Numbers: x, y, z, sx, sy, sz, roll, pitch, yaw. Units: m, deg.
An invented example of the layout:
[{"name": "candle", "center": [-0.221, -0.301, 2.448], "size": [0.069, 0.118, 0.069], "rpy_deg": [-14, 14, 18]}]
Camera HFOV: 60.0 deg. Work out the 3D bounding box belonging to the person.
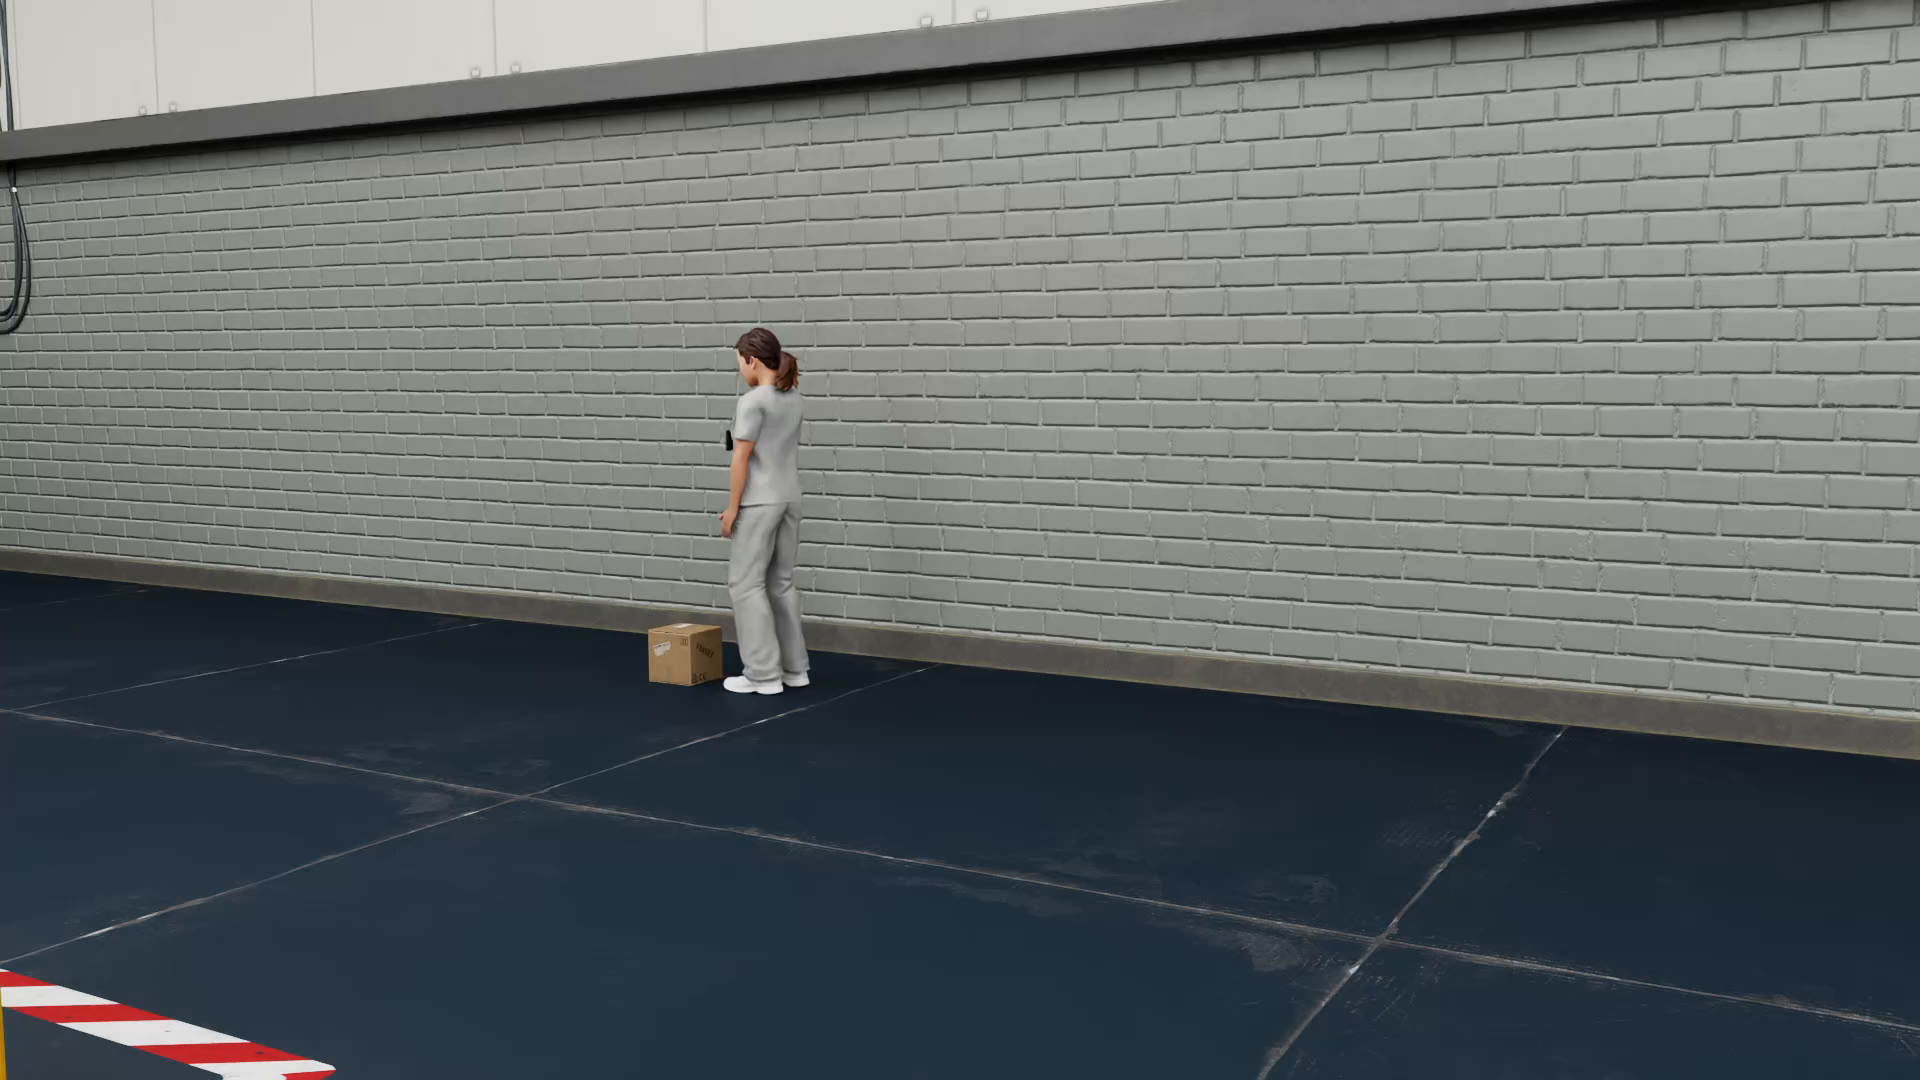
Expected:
[{"name": "person", "center": [-0.888, -0.132, 7.631], "size": [0.361, 1.670, 0.443], "rpy_deg": [3, 7, 30]}]
